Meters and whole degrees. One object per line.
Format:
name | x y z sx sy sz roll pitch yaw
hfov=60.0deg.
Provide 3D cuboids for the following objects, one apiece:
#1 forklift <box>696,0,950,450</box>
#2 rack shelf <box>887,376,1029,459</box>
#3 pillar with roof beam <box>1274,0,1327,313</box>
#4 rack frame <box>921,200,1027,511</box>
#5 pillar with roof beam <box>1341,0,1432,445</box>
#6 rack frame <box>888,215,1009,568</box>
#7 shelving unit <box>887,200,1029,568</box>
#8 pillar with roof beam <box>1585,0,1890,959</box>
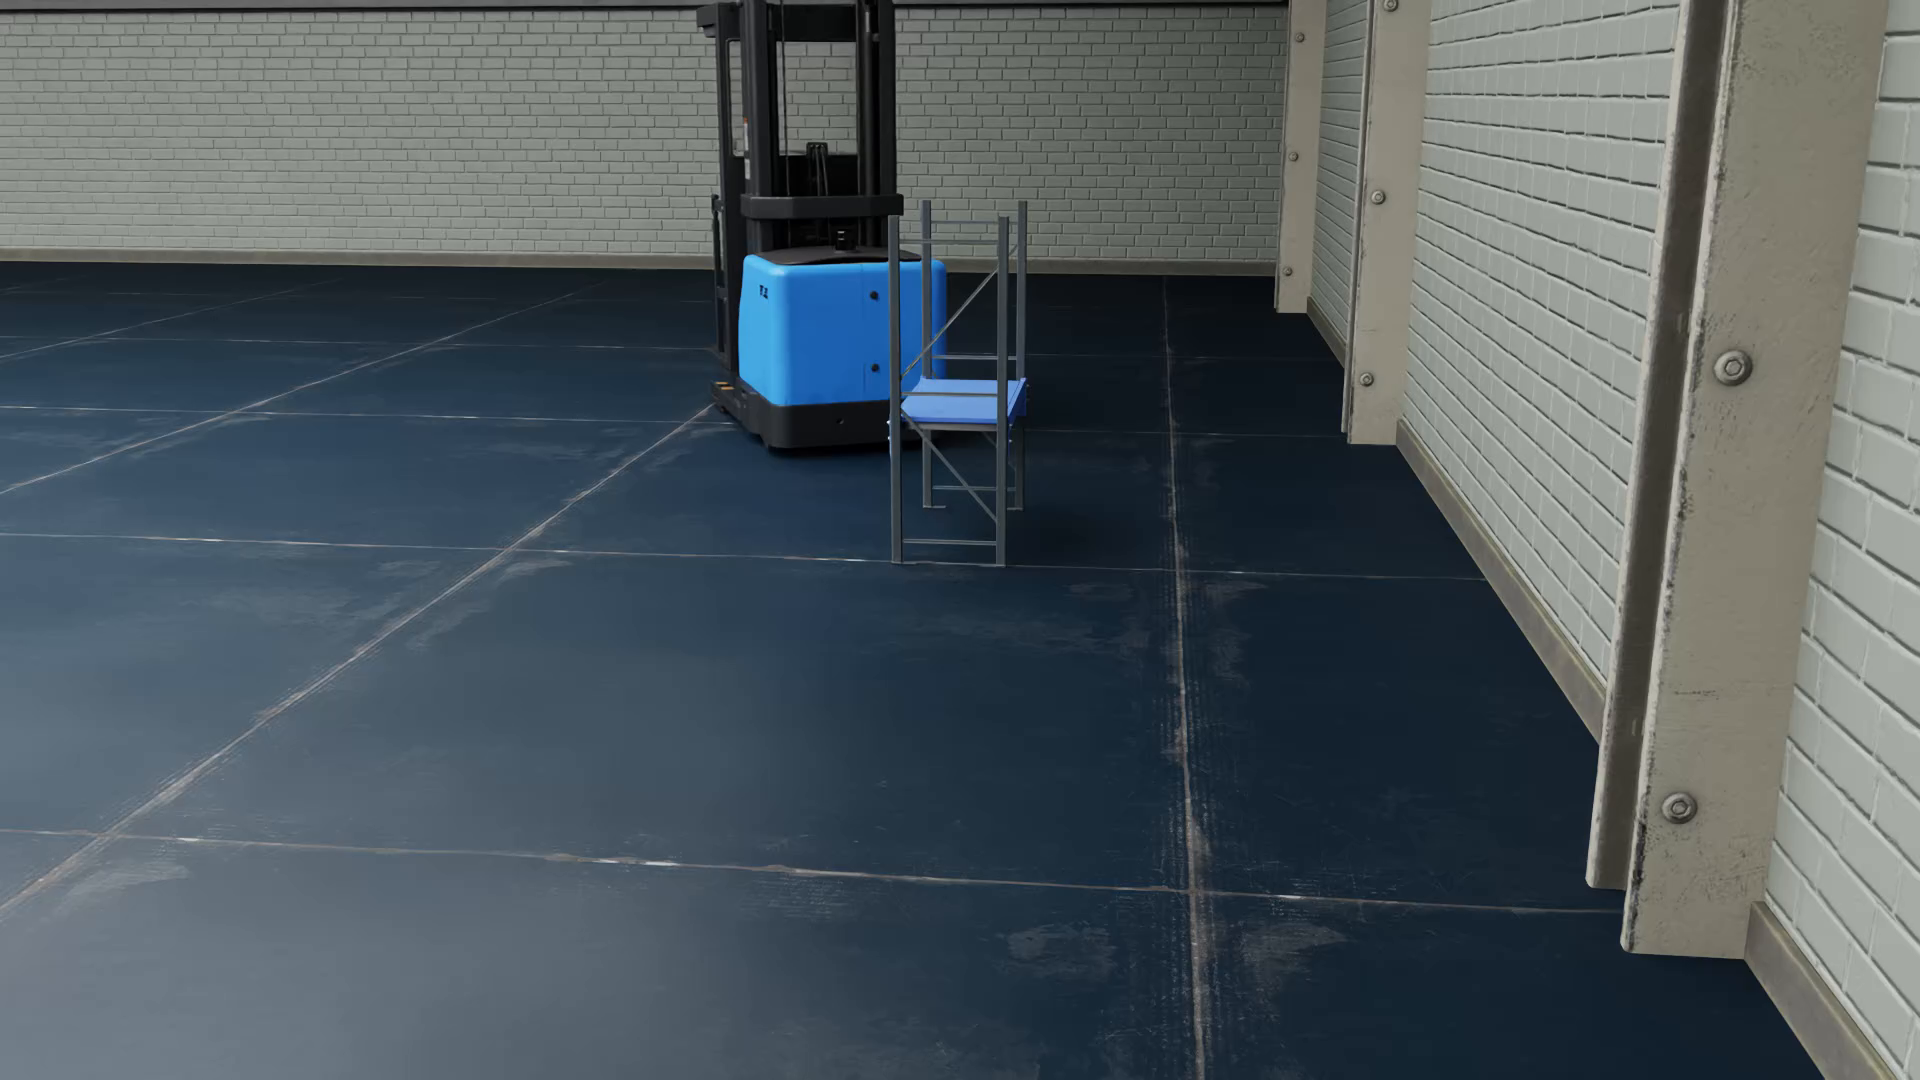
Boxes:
forklift | -1.002 -2.267 10.430 1.130 2.935 3.031 -5 16 -17
rack shelf | 0.010 -0.572 7.595 0.538 0.185 1.000 2 15 6
pillar with roof beam | -1.148 -6.639 14.974 9.100 9.000 0.400 2 15 6
rack frame | 0.067 -0.878 8.036 0.500 1.500 0.032 2 15 6
pillar with roof beam | -1.825 -5.083 9.219 9.100 9.000 0.400 2 15 6
rack frame | -0.048 -0.614 7.061 0.500 1.500 0.032 2 15 6
shelving unit | 0.010 -0.746 7.548 0.538 1.500 1.048 2 15 6
pillar with roof beam | -2.502 -3.526 3.464 9.100 9.000 0.400 2 15 6
